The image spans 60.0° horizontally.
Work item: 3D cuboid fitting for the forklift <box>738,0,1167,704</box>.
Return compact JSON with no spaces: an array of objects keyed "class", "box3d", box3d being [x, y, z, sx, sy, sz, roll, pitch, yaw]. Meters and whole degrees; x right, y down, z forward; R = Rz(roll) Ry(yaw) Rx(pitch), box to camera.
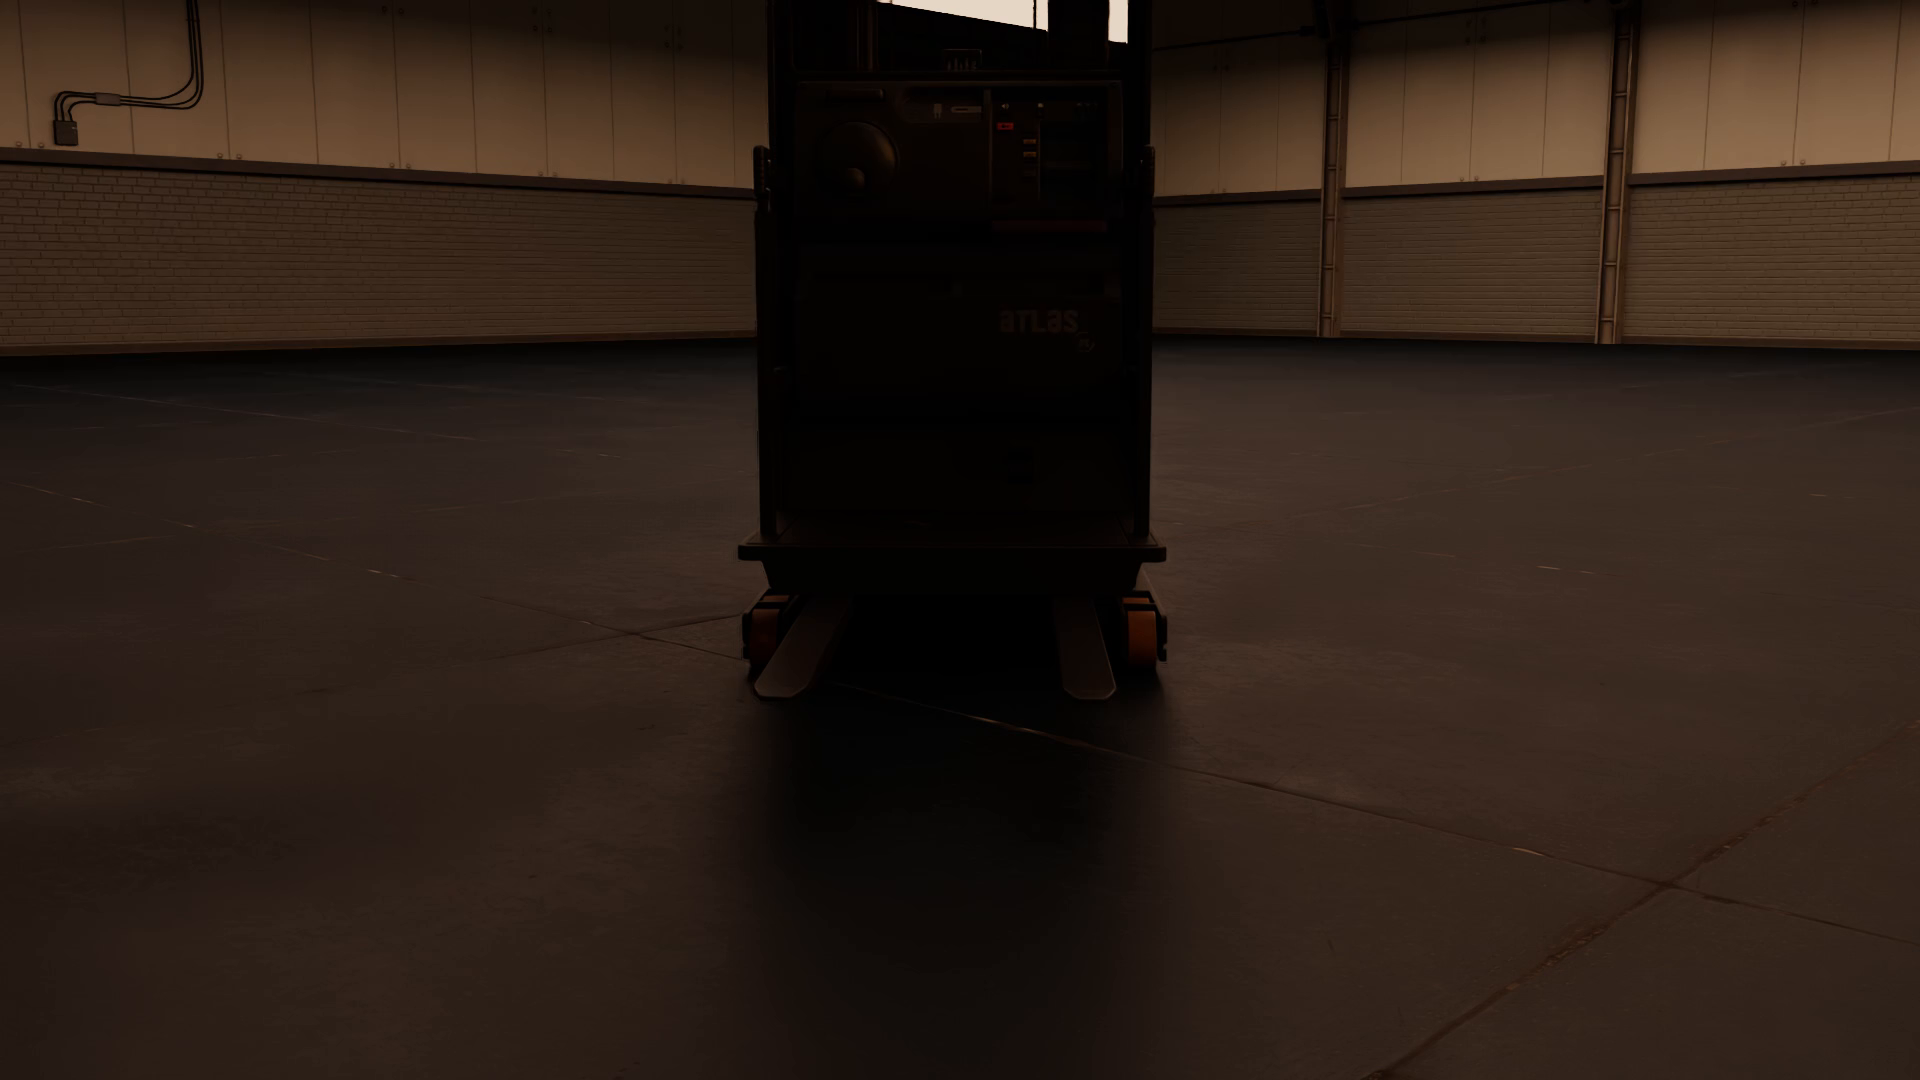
[{"class":"forklift","box3d":[-0.008,-1.149,4.503,1.130,2.935,3.031,0,9,2]}]
